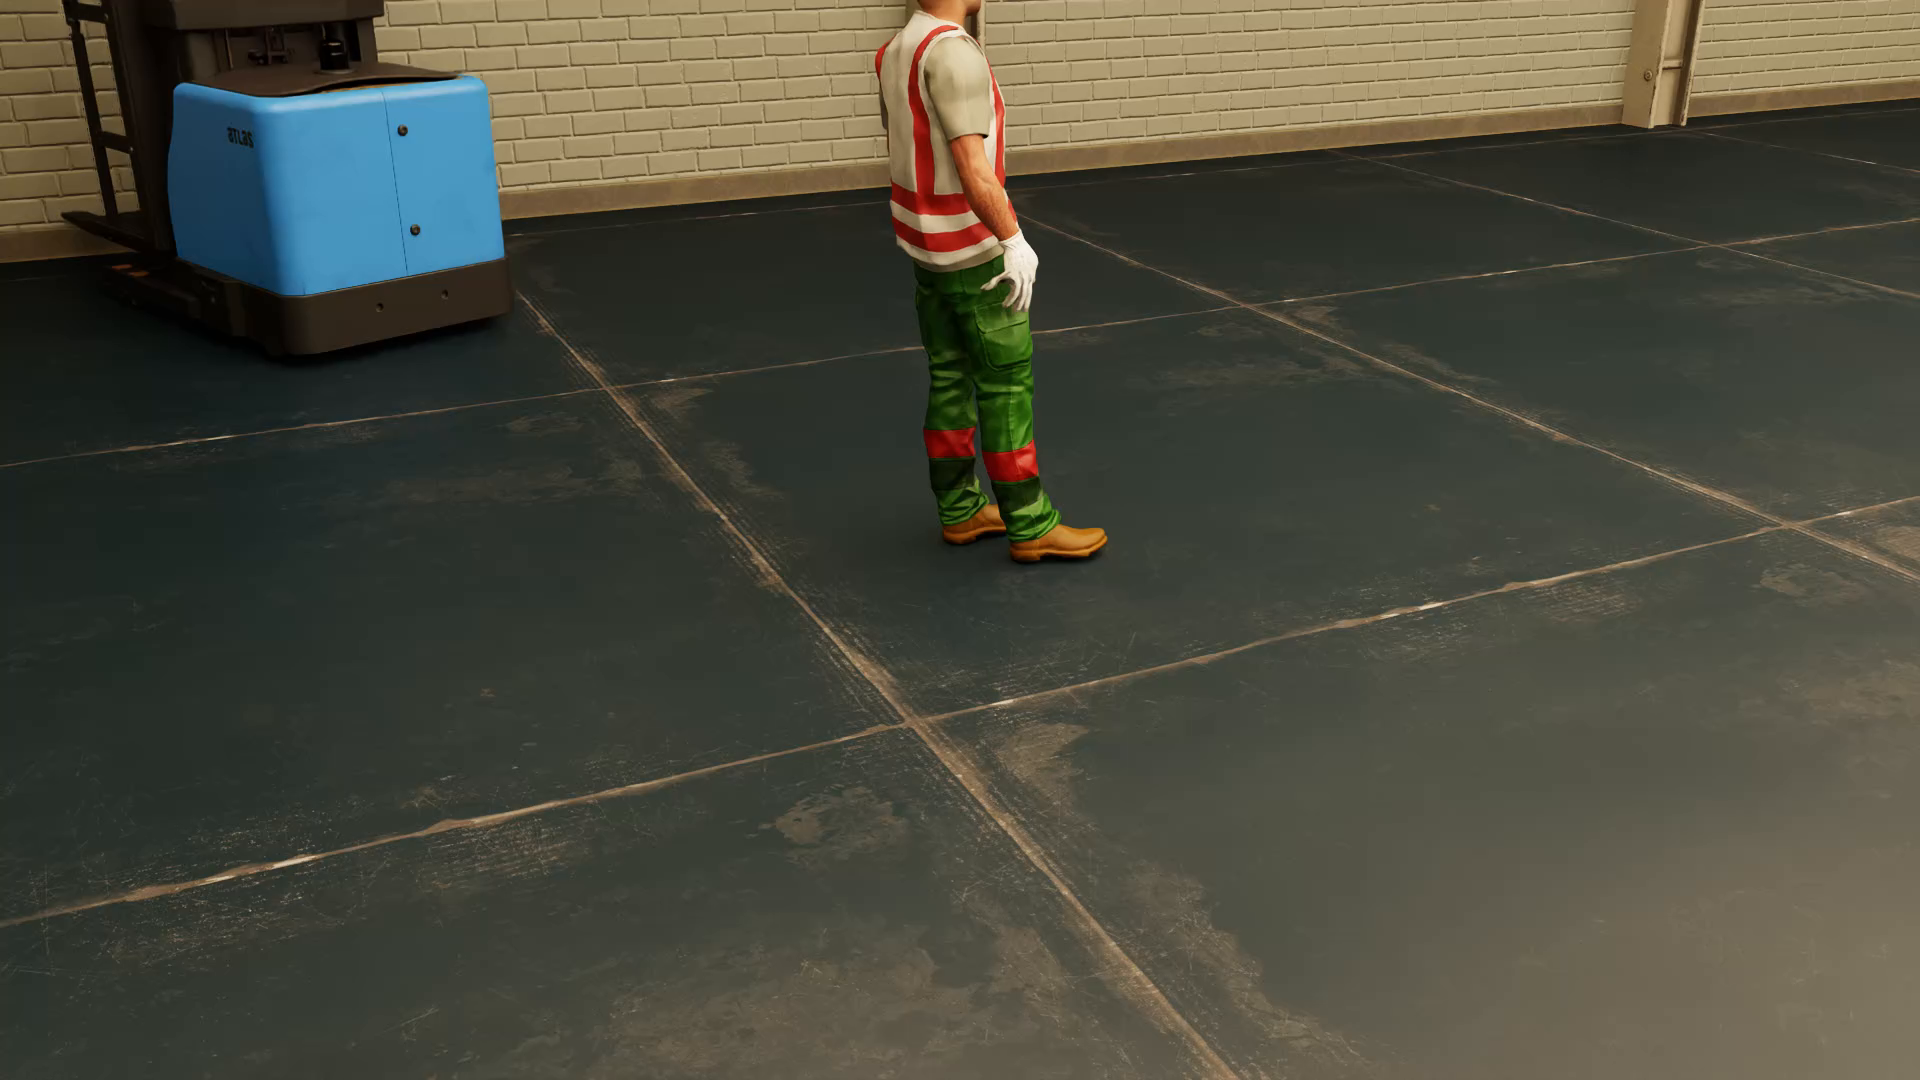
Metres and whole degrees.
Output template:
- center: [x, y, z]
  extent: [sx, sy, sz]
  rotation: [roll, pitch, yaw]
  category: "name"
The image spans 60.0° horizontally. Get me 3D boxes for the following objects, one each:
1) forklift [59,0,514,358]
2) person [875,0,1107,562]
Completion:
- center: [-3.394, -2.563, 7.455]
  extent: [3.031, 2.935, 1.130]
  rotation: [20, 30, 40]
  category: "forklift"
- center: [0.078, -0.842, 4.784]
  extent: [0.562, 1.789, 0.638]
  rotation: [-10, 25, -23]
  category: "person"
